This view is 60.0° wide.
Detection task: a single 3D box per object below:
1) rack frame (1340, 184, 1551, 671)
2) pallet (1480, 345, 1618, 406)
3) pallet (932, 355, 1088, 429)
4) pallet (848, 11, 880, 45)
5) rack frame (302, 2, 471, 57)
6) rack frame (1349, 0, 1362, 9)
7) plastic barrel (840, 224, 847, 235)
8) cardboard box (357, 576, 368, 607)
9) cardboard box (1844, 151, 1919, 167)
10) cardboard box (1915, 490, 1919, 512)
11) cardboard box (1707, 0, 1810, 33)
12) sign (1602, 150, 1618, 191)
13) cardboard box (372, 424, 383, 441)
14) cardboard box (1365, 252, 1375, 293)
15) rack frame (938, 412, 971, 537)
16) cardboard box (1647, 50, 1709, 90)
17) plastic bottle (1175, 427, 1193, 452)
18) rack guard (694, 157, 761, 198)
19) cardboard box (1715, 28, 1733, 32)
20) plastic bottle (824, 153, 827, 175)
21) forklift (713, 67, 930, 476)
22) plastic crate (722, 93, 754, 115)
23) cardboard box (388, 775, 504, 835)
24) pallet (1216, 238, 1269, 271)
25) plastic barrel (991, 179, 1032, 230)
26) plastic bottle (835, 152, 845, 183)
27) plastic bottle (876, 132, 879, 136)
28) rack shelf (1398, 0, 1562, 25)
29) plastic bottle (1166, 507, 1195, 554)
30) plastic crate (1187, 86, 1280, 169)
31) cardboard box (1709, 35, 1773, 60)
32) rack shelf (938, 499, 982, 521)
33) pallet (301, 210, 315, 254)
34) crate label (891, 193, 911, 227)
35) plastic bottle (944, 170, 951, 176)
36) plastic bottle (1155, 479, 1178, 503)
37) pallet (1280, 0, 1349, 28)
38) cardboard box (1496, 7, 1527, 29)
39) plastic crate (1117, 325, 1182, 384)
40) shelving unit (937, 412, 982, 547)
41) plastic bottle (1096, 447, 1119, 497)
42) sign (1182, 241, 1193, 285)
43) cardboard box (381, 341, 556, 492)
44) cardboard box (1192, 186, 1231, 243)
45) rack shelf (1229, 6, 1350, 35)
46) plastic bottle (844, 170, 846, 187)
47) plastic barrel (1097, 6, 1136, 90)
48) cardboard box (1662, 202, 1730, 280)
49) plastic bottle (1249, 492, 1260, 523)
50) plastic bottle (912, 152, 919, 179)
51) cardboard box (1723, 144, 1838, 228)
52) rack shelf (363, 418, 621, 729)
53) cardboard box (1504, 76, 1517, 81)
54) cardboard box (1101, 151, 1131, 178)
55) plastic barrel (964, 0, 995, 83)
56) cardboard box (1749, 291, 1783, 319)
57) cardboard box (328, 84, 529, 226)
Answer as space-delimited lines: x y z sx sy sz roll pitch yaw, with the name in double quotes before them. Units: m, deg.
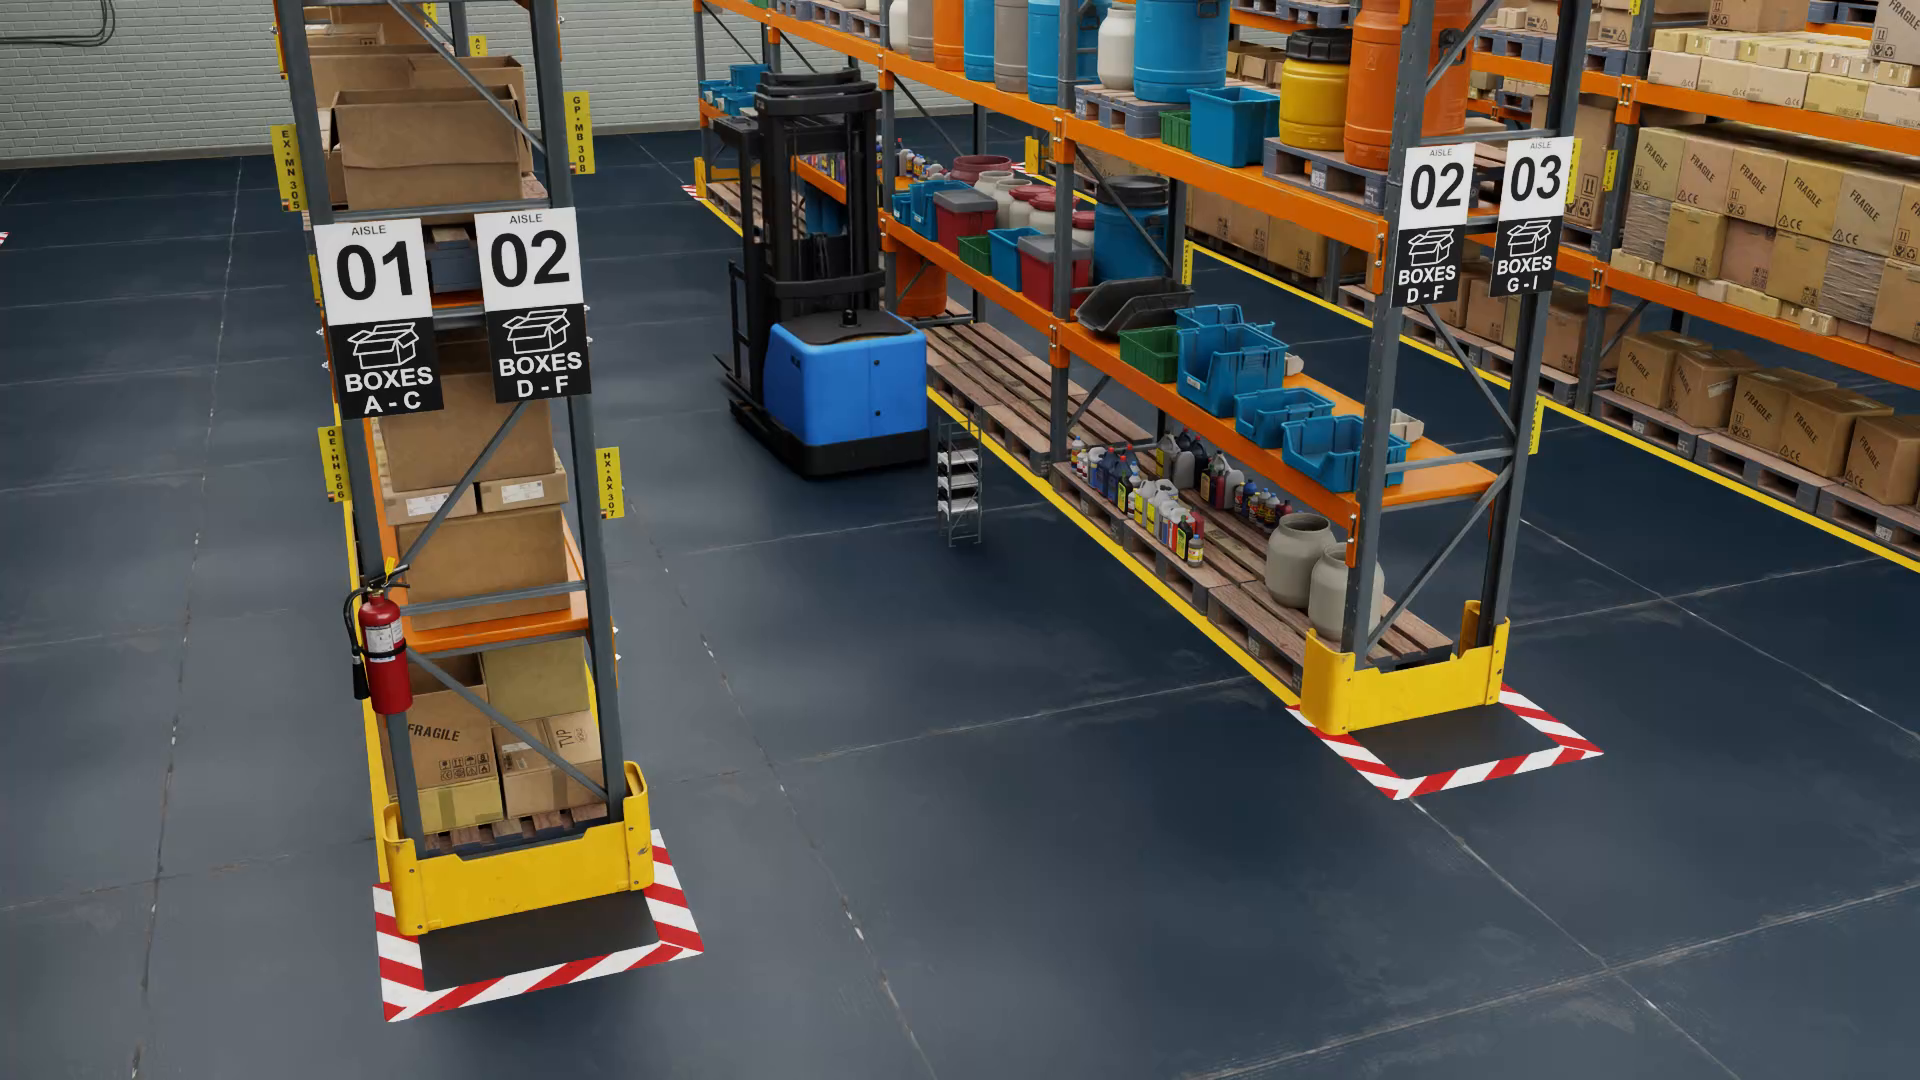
"rack frame" 2.586 -0.416 8.875 1.000 3.000 0.127 -8 24 -19
"pallet" 5.530 -1.547 15.148 1.003 0.211 1.213 -8 24 -19
"pallet" 0.424 -1.309 14.583 1.003 0.211 1.213 -8 24 -19
"pallet" -0.419 -4.910 15.917 1.003 0.211 1.213 -8 24 -19
"rack frame" -3.463 -3.956 9.549 1.000 3.000 0.127 -8 24 -19
"rack frame" 4.393 -6.767 16.219 1.000 3.000 0.127 -8 24 -19
"plastic barrel" -1.111 -3.149 18.021 0.421 0.512 0.421 0 23 0
"cardboard box" -2.884 0.475 8.796 0.500 0.500 0.500 -8 24 -19
"cardboard box" 6.750 -2.522 12.072 0.500 0.500 0.500 -8 24 -19
"cardboard box" 7.014 -0.367 11.435 0.500 0.500 0.500 -4 23 -9
"cardboard box" 6.204 -4.216 12.874 0.500 0.500 0.500 -9 25 -21
"sign" 5.288 -3.005 13.527 0.100 0.325 0.005 -8 24 -19
"cardboard box" -2.634 -0.475 8.051 0.380 0.149 0.250 -8 24 -18
"cardboard box" 4.649 -2.813 17.213 0.700 0.500 0.500 -10 25 -22
"rack frame" -0.039 -0.455 11.670 0.240 0.900 0.006 -8 24 -19
"cardboard box" 5.726 -3.664 12.911 0.500 0.250 0.500 -9 25 -21
"plastic bottle" 1.670 -0.657 12.291 0.144 0.351 0.185 -9 24 -20
"rack guard" -3.087 -5.085 23.171 1.175 0.500 0.348 -8 24 -19
"cardboard box" 6.191 -3.968 13.119 0.380 0.149 0.250 -8 24 -17
"plastic bottle" -1.388 -3.995 17.531 0.097 0.271 0.097 0 23 0
"forklift" -1.317 -2.383 13.629 1.130 2.935 3.031 -10 25 -23
"plastic crate" -2.822 -5.567 21.234 0.416 0.233 0.300 -8 24 -19
"cardboard box" -2.515 1.181 8.085 0.500 0.250 0.500 -8 24 -19
"pallet" 3.758 -3.457 19.680 1.003 0.211 1.213 -8 24 -19
"plastic barrel" 0.472 -2.877 14.570 0.421 0.512 0.421 0 23 0
"plastic bottle" -1.203 -3.868 17.127 0.144 0.351 0.185 -8 24 -19
"plastic bottle" -0.957 -4.397 18.385 0.144 0.351 0.185 -8 24 -19
"rack shelf" 1.879 -3.392 9.652 1.077 0.370 4.000 -8 24 -19
"plastic bottle" 1.463 -0.066 10.986 0.152 0.276 0.135 -8 24 -19
"plastic crate" 1.630 -2.443 9.842 0.392 0.384 0.575 -8 24 -19
"cardboard box" 5.867 -3.696 12.476 0.380 0.149 0.250 -8 24 -19
"rack shelf" -0.003 -0.221 11.665 0.258 0.077 0.200 -8 24 -19
"pallet" -5.181 -2.793 14.761 1.213 0.211 1.003 -8 24 -19
"crate label" -0.442 -3.041 15.319 0.303 0.233 0.416 -8 24 -19
"plastic bottle" -0.106 -3.511 16.384 0.097 0.271 0.097 0 23 0
"plastic bottle" 1.416 -0.273 11.477 0.152 0.276 0.135 -8 24 -19
"pallet" 4.116 -5.524 17.376 1.213 0.211 1.003 -7 24 -17
"cardboard box" 5.050 -4.685 14.901 0.380 0.166 0.250 -9 24 -20
"plastic crate" 1.388 -1.240 11.103 0.450 0.188 0.662 -8 24 -19
"shelving unit" -0.003 -0.418 11.582 0.258 0.900 0.210 -8 24 -19
"plastic bottle" 1.070 -0.501 11.922 0.144 0.351 0.185 -8 24 -18
"sign" 1.691 -2.069 12.439 0.100 0.325 0.005 -8 24 -19
"cardboard box" -2.221 -0.572 7.447 0.700 0.500 0.500 -8 24 -19
"cardboard box" 3.541 -4.116 19.848 1.225 0.875 0.875 -9 25 -21
"rack shelf" 3.687 -5.780 18.666 1.077 0.370 4.000 -8 24 -19
"plastic bottle" -1.128 -3.696 16.912 0.097 0.201 0.097 0 23 0
"plastic barrel" 1.141 -3.313 11.203 0.421 0.512 0.421 0 23 0
"cardboard box" 6.051 -2.374 13.008 0.875 0.500 0.500 -8 24 -19
"plastic bottle" 2.045 -0.228 11.465 0.097 0.201 0.097 0 23 0
"plastic bottle" -0.456 -3.897 17.284 0.061 0.283 0.133 -8 24 -19
"cardboard box" 6.082 -2.631 12.332 0.500 0.500 0.500 -8 24 -19
"rack shelf" -2.756 -0.133 9.130 1.077 0.370 4.000 -8 24 -19
"cardboard box" 7.365 -6.108 21.780 0.380 0.149 0.250 -8 24 -18
"cardboard box" 2.504 -5.248 22.535 0.875 0.875 0.875 -8 24 -19
"plastic barrel" 0.328 -4.113 13.139 0.600 0.901 0.708 -8 24 -19
"cardboard box" 6.143 -1.771 12.413 0.380 0.149 0.250 -8 24 -19
"cardboard box" -2.249 -1.635 7.051 0.797 0.503 0.637 -7 24 -15
